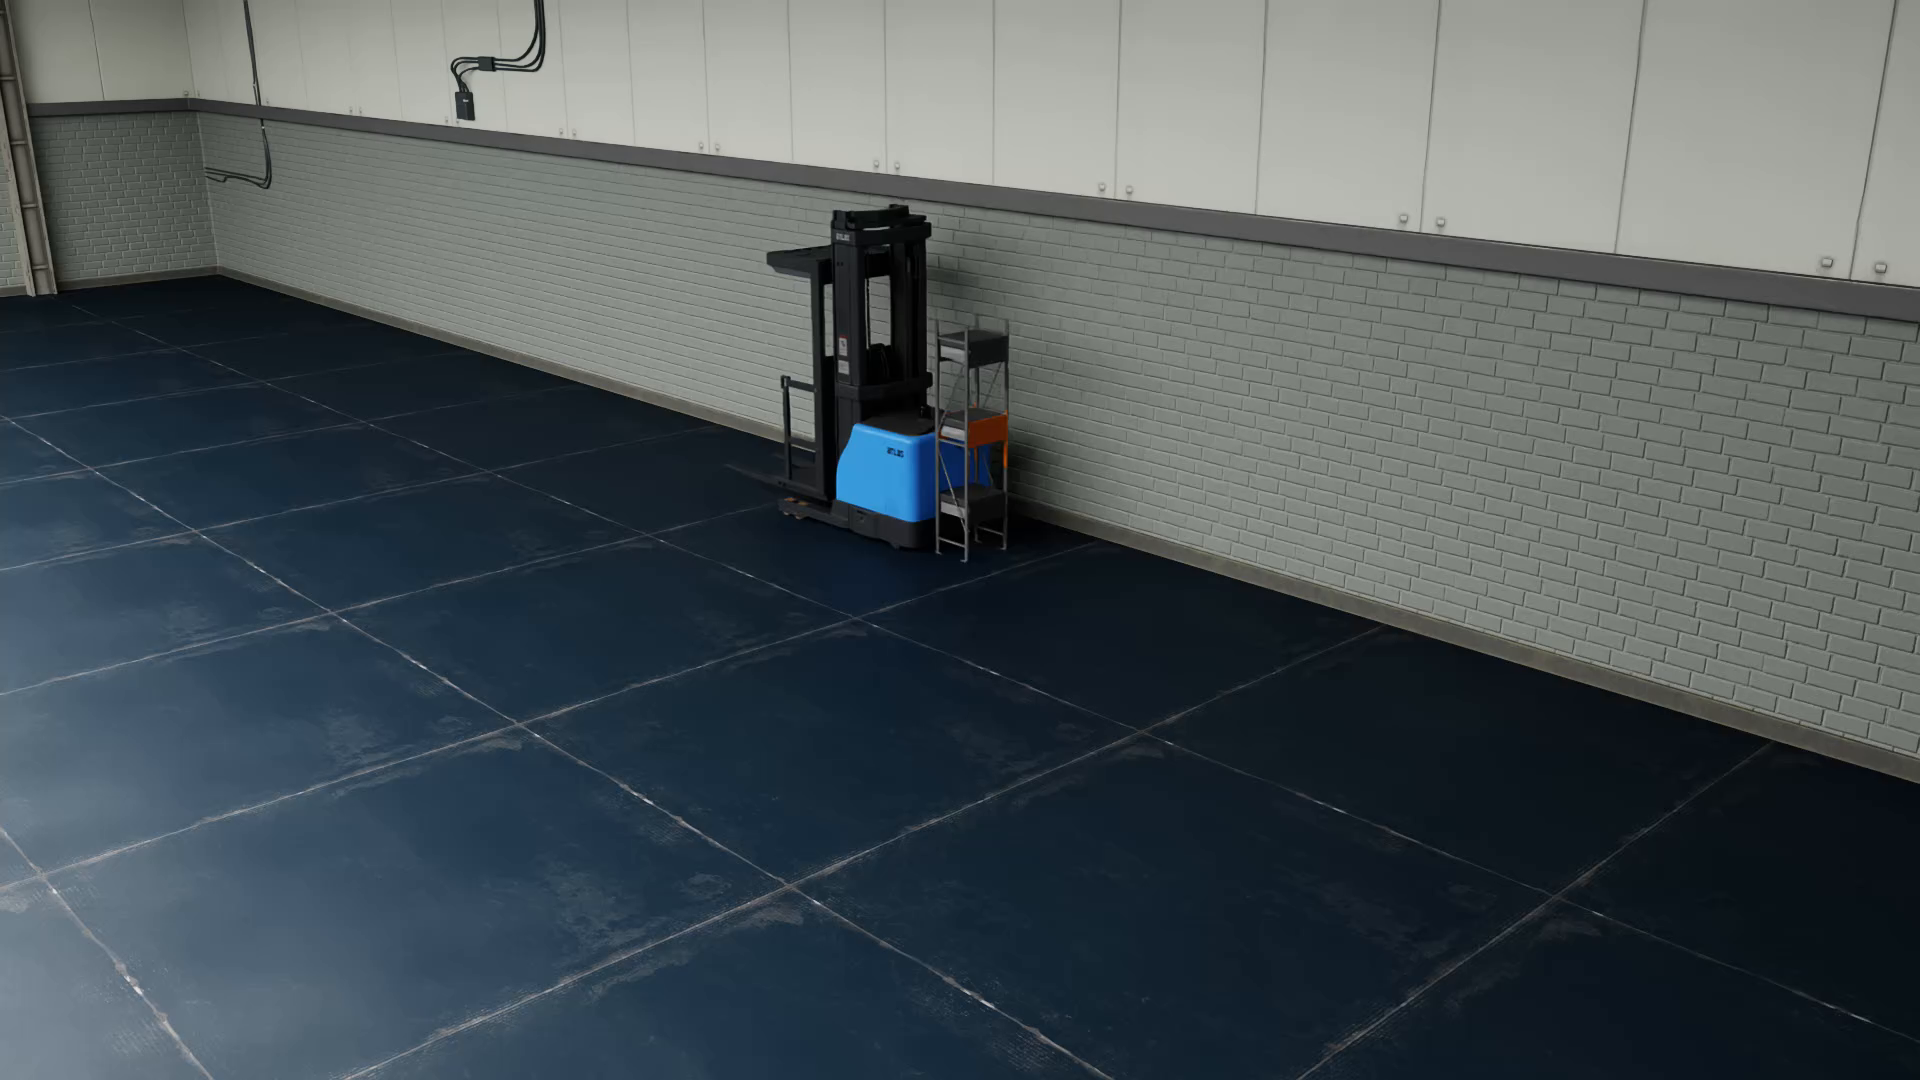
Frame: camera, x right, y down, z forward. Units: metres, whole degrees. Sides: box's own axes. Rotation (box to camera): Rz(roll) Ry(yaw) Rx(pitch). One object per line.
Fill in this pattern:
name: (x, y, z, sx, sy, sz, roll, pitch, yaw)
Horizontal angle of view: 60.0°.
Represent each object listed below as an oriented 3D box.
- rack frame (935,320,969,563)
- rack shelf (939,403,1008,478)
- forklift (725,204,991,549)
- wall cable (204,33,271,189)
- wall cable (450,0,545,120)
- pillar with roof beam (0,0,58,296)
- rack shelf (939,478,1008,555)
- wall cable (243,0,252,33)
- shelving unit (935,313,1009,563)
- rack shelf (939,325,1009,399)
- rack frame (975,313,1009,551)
rack frame: (-0.071, -0.840, 14.437, 0.015, 2.100, 0.400, -17, 24, -41)
rack shelf: (0.104, -0.880, 14.603, 0.480, 0.518, 0.431, -17, 24, -41)
forklift: (-1.095, -1.686, 15.698, 1.130, 2.935, 3.031, -17, 24, -41)
wall cable: (-12.436, -7.285, 28.162, 0.112, 2.526, 3.097, -16, 24, -41)
wall cable: (-5.925, -8.249, 20.586, 0.169, 6.003, 2.305, -16, 24, -41)
pillar with roof beam: (-12.528, -7.469, 23.696, 0.400, 9.000, 9.100, -16, 24, -41)
rack shelf: (0.104, -0.214, 14.819, 0.480, 0.518, 0.431, -17, 24, -41)
wall cable: (-10.577, -9.081, 25.513, 0.112, 2.526, 3.097, -16, 24, -41)
shelving unit: (0.104, -0.893, 14.599, 0.503, 2.100, 0.431, -17, 24, -41)
rack shelf: (0.104, -1.546, 14.387, 0.480, 0.518, 0.431, -17, 24, -41)
rack frame: (0.279, -0.945, 14.761, 0.015, 2.100, 0.400, -17, 24, -41)
